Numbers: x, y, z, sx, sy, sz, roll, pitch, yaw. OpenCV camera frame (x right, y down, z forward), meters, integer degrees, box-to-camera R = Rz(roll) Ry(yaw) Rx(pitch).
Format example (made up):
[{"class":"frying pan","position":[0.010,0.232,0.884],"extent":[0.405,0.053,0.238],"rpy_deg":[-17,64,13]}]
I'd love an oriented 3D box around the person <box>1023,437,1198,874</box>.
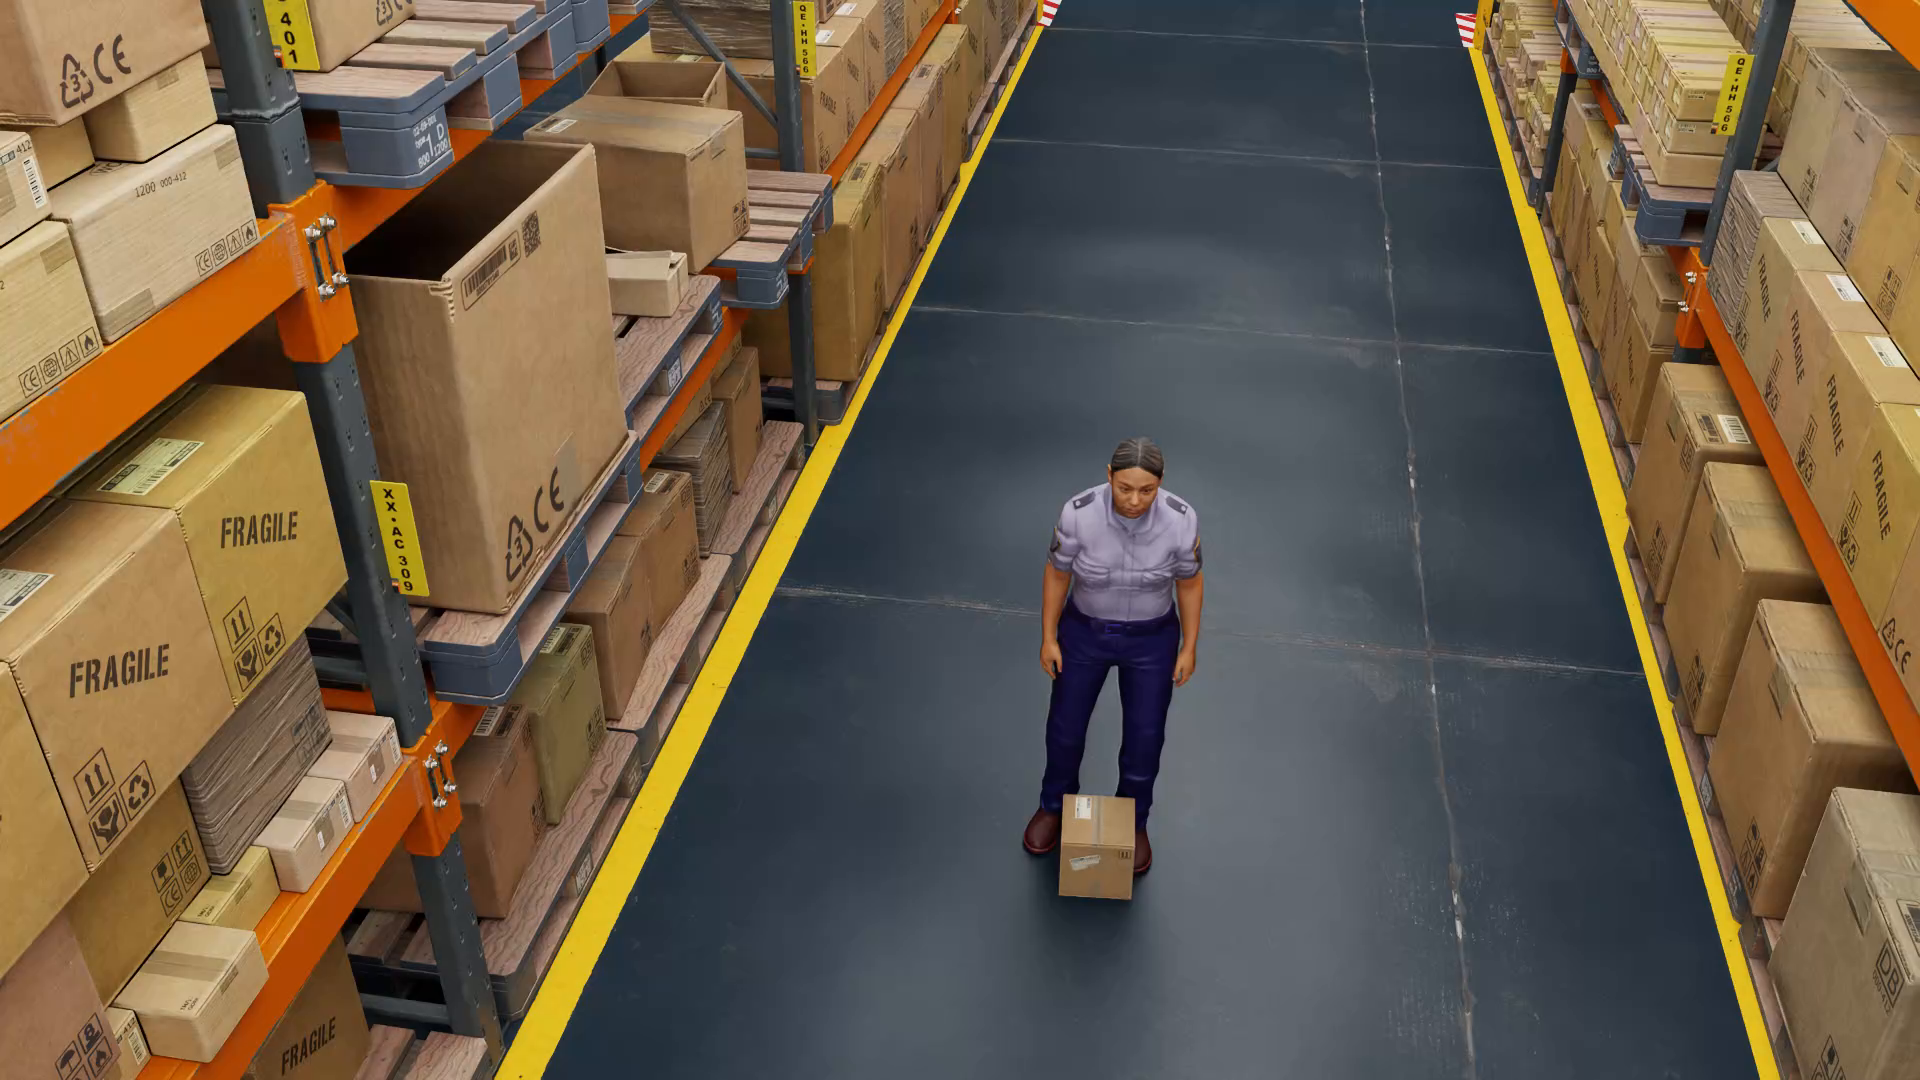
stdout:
[{"class":"person","position":[0.507,0.362,5.579],"extent":[0.537,1.651,0.417],"rpy_deg":[5,33,8]}]
